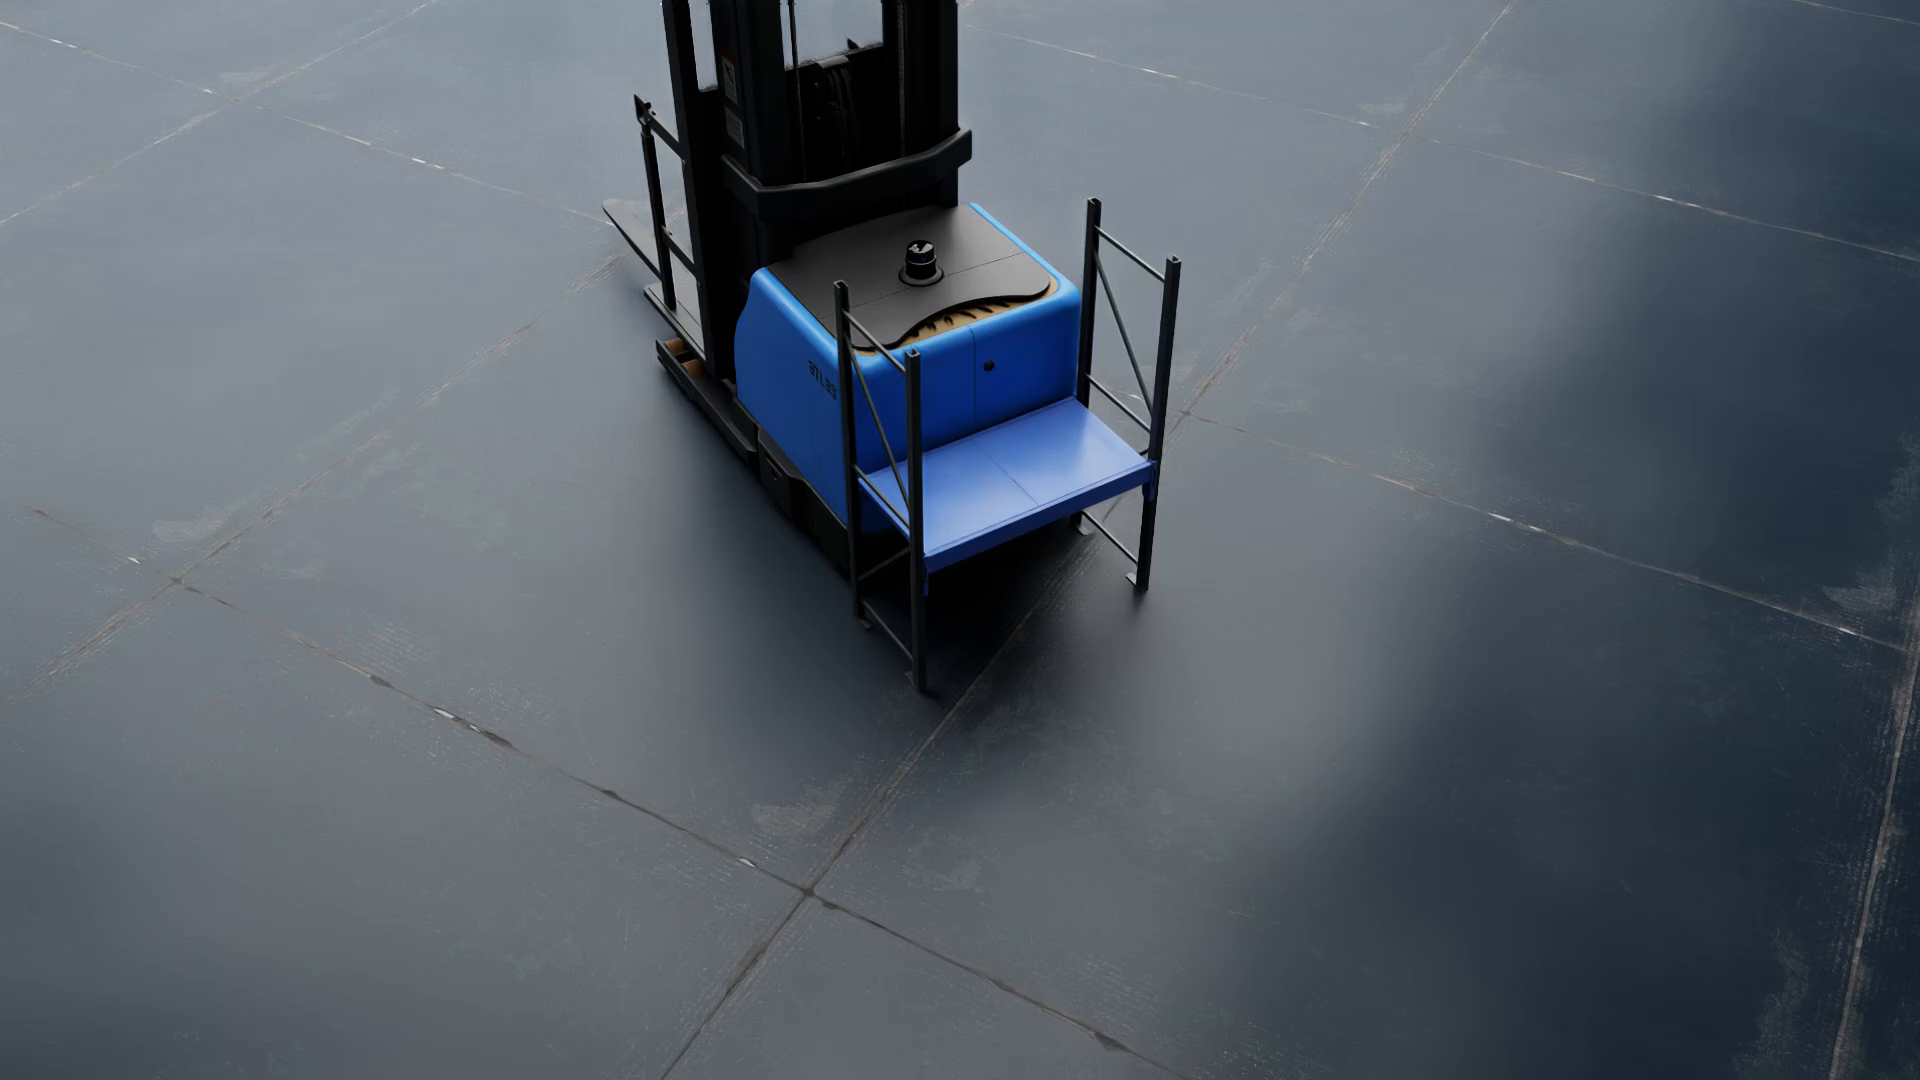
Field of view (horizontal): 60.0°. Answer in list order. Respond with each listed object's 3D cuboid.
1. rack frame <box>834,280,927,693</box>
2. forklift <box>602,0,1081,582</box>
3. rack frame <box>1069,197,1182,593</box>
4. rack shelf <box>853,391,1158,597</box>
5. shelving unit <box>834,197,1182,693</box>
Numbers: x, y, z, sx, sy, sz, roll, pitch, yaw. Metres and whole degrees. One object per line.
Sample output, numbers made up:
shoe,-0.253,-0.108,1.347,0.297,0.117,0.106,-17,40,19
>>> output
rack frame,-0.268,-0.145,5.780,0.032,1.500,0.500,-22,46,-23
forklift,-0.725,-1.889,6.678,1.130,2.935,3.031,-22,46,-23
rack frame,0.593,-0.501,6.185,0.032,1.500,0.500,-22,46,-23
rack shelf,0.162,-0.188,6.101,1.000,0.185,0.538,-22,46,-23
shelving unit,0.162,-0.323,5.982,1.048,1.500,0.538,-22,46,-23
